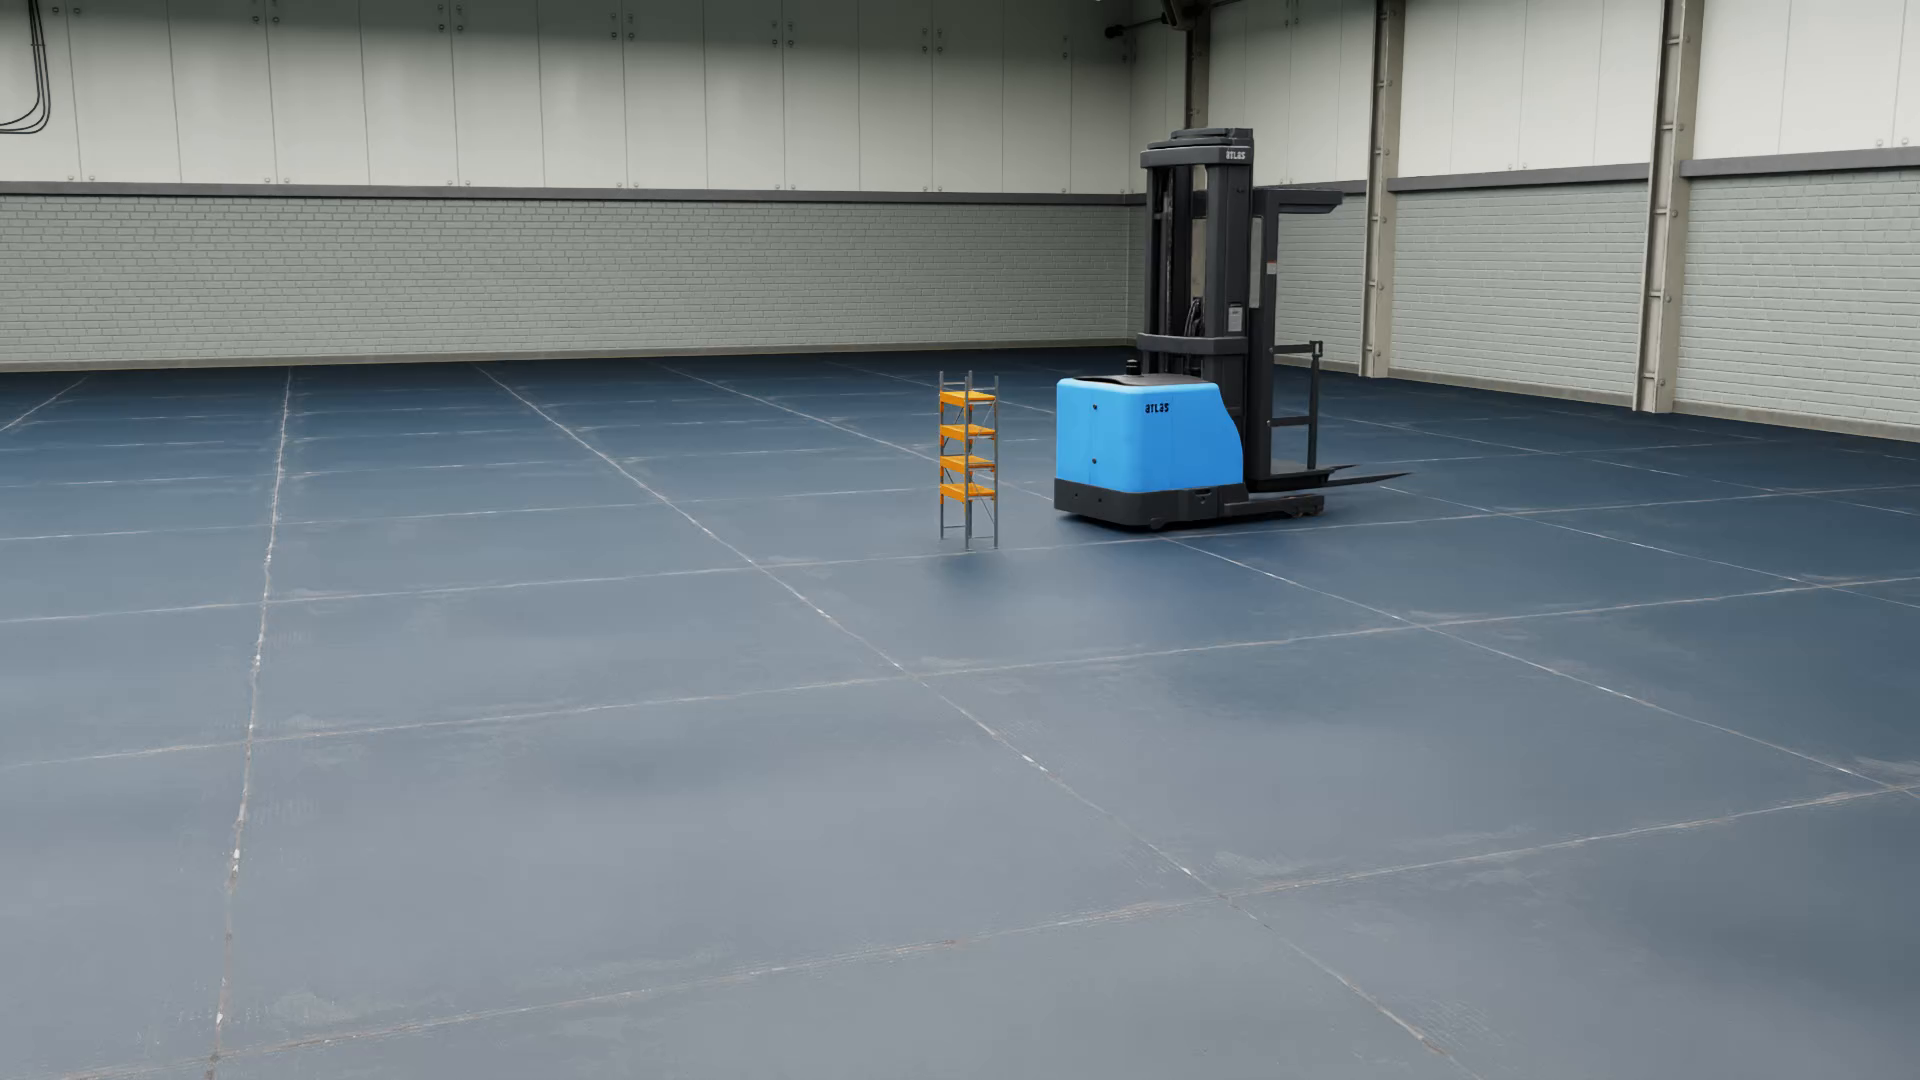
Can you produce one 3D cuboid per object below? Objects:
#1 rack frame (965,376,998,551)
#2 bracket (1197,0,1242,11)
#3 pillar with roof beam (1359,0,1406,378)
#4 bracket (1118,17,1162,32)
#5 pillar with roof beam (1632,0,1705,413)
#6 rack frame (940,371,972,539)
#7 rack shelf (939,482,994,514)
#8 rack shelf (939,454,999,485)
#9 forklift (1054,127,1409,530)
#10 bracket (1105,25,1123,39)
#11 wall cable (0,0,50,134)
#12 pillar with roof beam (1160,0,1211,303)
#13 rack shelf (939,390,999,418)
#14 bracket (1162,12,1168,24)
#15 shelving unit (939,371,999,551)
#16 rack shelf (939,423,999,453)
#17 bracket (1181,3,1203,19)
[{"bbox_3d":[0.148,-0.524,11.439,0.240,1.200,0.015,-4,11,-21],"label":"rack frame"},{"bbox_3d":[5.203,-9.286,28.150,0.076,0.066,4.783,-4,11,-21],"label":"bracket"},{"bbox_3d":[2.611,-6.772,24.295,9.100,9.000,0.400,-4,11,-21],"label":"pillar with roof beam"},{"bbox_3d":[3.323,-10.132,32.908,0.076,0.066,3.189,-4,11,-21],"label":"bracket"},{"bbox_3d":[4.786,-5.792,18.789,9.100,9.000,0.400,-4,11,-21],"label":"pillar with roof beam"},{"bbox_3d":[-0.028,-0.604,11.887,0.240,1.200,0.015,-4,11,-21],"label":"rack frame"},{"bbox_3d":[0.060,-0.302,11.710,0.258,0.148,0.480,-4,11,-21],"label":"rack shelf"},{"bbox_3d":[0.060,-0.497,11.675,0.258,0.148,0.480,-4,11,-21],"label":"rack shelf"},{"bbox_3d":[2.253,-1.686,13.032,3.031,2.935,1.130,-6,12,-31],"label":"forklift"},{"bbox_3d":[3.109,-10.229,33.450,0.235,0.232,0.430,-4,11,-21],"label":"bracket"},{"bbox_3d":[-15.891,-8.864,26.348,2.305,6.003,0.169,-4,11,-21],"label":"wall cable"},{"bbox_3d":[0.437,-7.751,29.801,9.100,9.000,0.548,-4,11,-21],"label":"pillar with roof beam"},{"bbox_3d":[0.060,-0.951,11.594,0.258,0.148,0.480,-4,11,-21],"label":"rack shelf"},{"bbox_3d":[3.968,-9.842,31.275,0.235,0.232,0.430,-4,11,-21],"label":"bracket"},{"bbox_3d":[0.060,-0.564,11.663,0.258,1.200,0.503,-4,11,-21],"label":"shelving unit"},{"bbox_3d":[0.060,-0.718,11.636,0.258,0.148,0.480,-4,11,-21],"label":"rack shelf"},{"bbox_3d":[4.269,-9.706,30.514,0.235,0.232,0.430,-4,11,-21],"label":"bracket"}]
